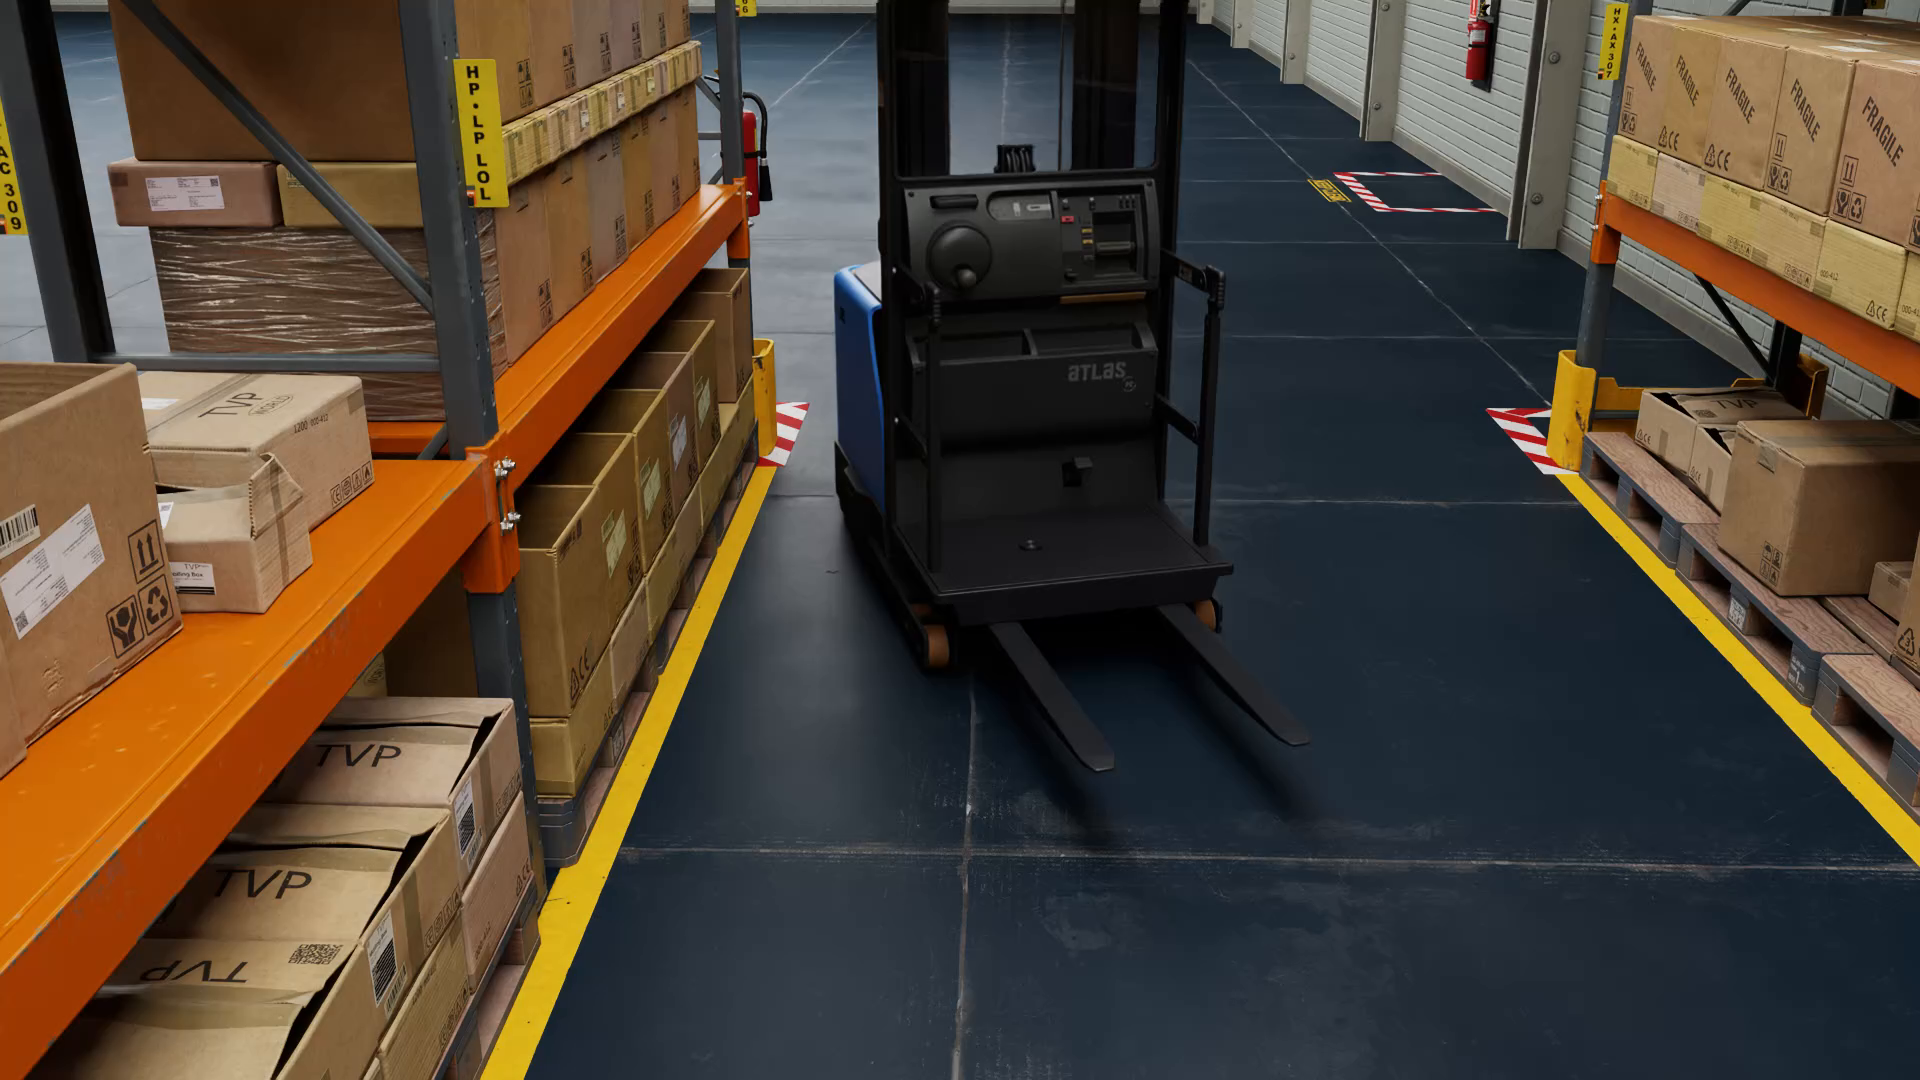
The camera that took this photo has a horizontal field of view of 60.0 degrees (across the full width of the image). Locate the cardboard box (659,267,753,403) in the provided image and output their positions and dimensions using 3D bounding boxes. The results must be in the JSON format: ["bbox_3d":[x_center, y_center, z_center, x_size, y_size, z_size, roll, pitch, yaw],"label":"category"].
[{"bbox_3d":[-1.221,-0.926,7.453,0.500,0.500,0.500,1,21,2],"label":"cardboard box"}]

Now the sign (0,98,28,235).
[{"bbox_3d":[-2.179,-0.860,3.791,0.100,0.325,0.005,1,21,2],"label":"sign"}]

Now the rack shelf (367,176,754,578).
[{"bbox_3d":[-1.563,-0.801,5.942,1.077,0.370,4.000,1,21,2],"label":"rack shelf"}]

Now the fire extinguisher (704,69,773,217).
[{"bbox_3d":[-1.034,-1.861,7.786,0.296,0.674,0.183,1,21,2],"label":"fire extinguisher"}]

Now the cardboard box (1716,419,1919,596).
[{"bbox_3d":[3.249,-0.126,6.055,0.700,0.500,0.500,-1,21,-2],"label":"cardboard box"}]

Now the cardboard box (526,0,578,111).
[{"bbox_3d":[-1.587,-1.589,5.046,0.700,0.500,0.500,1,21,2],"label":"cardboard box"}]

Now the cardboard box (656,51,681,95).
[{"bbox_3d":[-1.338,-1.881,6.696,0.380,0.149,0.250,0,21,1],"label":"cardboard box"}]

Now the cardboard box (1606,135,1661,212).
[{"bbox_3d":[3.117,-1.573,7.116,0.500,0.250,0.500,0,21,0],"label":"cardboard box"}]

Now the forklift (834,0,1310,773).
[{"bbox_3d":[0.320,-1.063,5.716,1.130,2.935,3.031,-5,22,-14],"label":"forklift"}]

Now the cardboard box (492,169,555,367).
[{"bbox_3d":[-1.607,-0.811,4.835,0.700,0.500,0.500,0,21,1],"label":"cardboard box"}]

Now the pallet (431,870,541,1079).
[{"bbox_3d":[-1.607,1.153,3.765,1.003,0.211,1.213,1,21,2],"label":"pallet"}]

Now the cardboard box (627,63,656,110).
[{"bbox_3d":[-1.355,-1.696,6.217,0.380,0.149,0.250,1,21,3],"label":"cardboard box"}]

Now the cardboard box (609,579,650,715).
[{"bbox_3d":[-1.287,0.328,5.259,0.500,0.250,0.500,1,21,2],"label":"cardboard box"}]

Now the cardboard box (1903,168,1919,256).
[{"bbox_3d":[3.042,-1.004,4.613,0.500,0.500,0.500,1,21,1],"label":"cardboard box"}]

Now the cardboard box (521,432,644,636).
[{"bbox_3d":[-1.290,-0.022,5.123,0.500,0.500,0.500,1,21,2],"label":"cardboard box"}]

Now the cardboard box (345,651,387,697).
[{"bbox_3d":[-1.828,0.503,4.808,0.500,0.250,0.500,1,21,2],"label":"cardboard box"}]

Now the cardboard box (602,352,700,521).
[{"bbox_3d":[-1.253,-0.384,6.055,0.500,0.500,0.500,1,21,2],"label":"cardboard box"}]

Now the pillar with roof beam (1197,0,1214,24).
[{"bbox_3d":[0.902,-15.235,33.854,9.100,9.000,0.400,1,21,2],"label":"pillar with roof beam"}]

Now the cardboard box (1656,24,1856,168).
[{"bbox_3d":[3.109,-1.748,6.529,0.500,0.500,0.500,1,21,2],"label":"cardboard box"}]

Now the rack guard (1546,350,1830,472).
[{"bbox_3d":[3.447,-0.614,7.920,1.175,0.500,0.348,1,21,2],"label":"rack guard"}]

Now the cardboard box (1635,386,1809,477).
[{"bbox_3d":[3.338,-0.509,7.303,0.500,0.311,0.500,-2,21,-4],"label":"cardboard box"}]

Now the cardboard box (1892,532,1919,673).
[{"bbox_3d":[3.319,0.224,5.152,0.500,0.500,0.500,-1,21,-2],"label":"cardboard box"}]

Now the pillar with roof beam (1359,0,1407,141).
[{"bbox_3d":[0.354,-8.727,17.080,9.100,9.000,0.400,1,21,2],"label":"pillar with roof beam"}]

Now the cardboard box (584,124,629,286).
[{"bbox_3d":[-1.574,-1.178,5.780,0.700,0.500,0.500,1,21,3],"label":"cardboard box"}]

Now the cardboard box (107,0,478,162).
[{"bbox_3d":[-1.617,-1.225,4.109,0.700,0.500,0.500,1,21,2],"label":"cardboard box"}]

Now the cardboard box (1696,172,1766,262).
[{"bbox_3d":[3.094,-1.201,6.157,0.500,0.250,0.500,0,21,1],"label":"cardboard box"}]

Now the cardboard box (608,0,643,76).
[{"bbox_3d":[-1.556,-1.951,5.979,0.700,0.500,0.500,1,21,2],"label":"cardboard box"}]

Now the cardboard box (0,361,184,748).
[{"bbox_3d":[-1.680,0.008,2.724,0.500,0.500,0.500,2,21,6],"label":"cardboard box"}]

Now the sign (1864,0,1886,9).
[{"bbox_3d":[4.003,-2.480,7.237,0.100,0.325,0.005,1,21,2],"label":"sign"}]

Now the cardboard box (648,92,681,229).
[{"bbox_3d":[-1.541,-1.548,6.733,0.700,0.500,0.500,1,21,3],"label":"cardboard box"}]

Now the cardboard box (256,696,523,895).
[{"bbox_3d":[-1.350,0.561,3.882,0.500,0.311,0.500,1,21,2],"label":"cardboard box"}]

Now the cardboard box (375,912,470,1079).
[{"bbox_3d":[-1.364,1.009,3.503,0.500,0.250,0.500,0,21,1],"label":"cardboard box"}]

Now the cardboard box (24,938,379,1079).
[{"bbox_3d":[-1.377,0.929,2.932,0.500,0.311,0.500,1,21,1],"label":"cardboard box"}]

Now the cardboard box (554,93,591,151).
[{"bbox_3d":[-1.387,-1.323,5.258,0.380,0.149,0.250,0,21,0],"label":"cardboard box"}]

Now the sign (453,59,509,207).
[{"bbox_3d":[-1.081,-0.914,3.746,0.100,0.325,0.005,1,21,2],"label":"sign"}]

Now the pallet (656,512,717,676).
[{"bbox_3d":[-1.524,0.157,6.332,1.003,0.211,1.213,1,21,2],"label":"pallet"}]

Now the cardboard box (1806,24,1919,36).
[{"bbox_3d":[3.622,-1.741,6.512,0.500,0.500,0.500,1,21,2],"label":"cardboard box"}]

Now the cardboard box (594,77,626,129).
[{"bbox_3d":[-1.369,-1.508,5.733,0.380,0.149,0.250,0,21,1],"label":"cardboard box"}]

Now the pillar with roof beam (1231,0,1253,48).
[{"bbox_3d":[0.719,-13.066,28.263,9.100,9.000,0.400,1,21,2],"label":"pillar with roof beam"}]

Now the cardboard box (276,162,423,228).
[{"bbox_3d":[-1.422,-0.858,4.057,0.380,0.149,0.250,1,21,2],"label":"cardboard box"}]

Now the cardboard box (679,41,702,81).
[{"bbox_3d":[-1.324,-2.068,7.178,0.380,0.149,0.250,0,21,1],"label":"cardboard box"}]

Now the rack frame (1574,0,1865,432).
[{"bbox_3d":[3.449,-1.807,7.538,1.000,3.000,0.127,1,21,2],"label":"rack frame"}]

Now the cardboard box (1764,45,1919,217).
[{"bbox_3d":[3.083,-1.374,5.567,0.500,0.500,0.500,1,21,3],"label":"cardboard box"}]

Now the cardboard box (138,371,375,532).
[{"bbox_3d":[-1.595,-0.165,3.515,0.500,0.250,0.500,2,21,5],"label":"cardboard box"}]

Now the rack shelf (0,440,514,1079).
[{"bbox_3d":[-1.685,0.645,2.214,1.077,0.370,4.000,1,21,2],"label":"rack shelf"}]

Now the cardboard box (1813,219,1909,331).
[{"bbox_3d":[3.062,-0.836,5.217,0.500,0.250,0.500,1,21,1],"label":"cardboard box"}]

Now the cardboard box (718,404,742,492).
[{"bbox_3d":[-1.227,-0.396,7.122,0.500,0.250,0.500,1,21,2],"label":"cardboard box"}]

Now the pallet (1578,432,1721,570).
[{"bbox_3d":[3.387,-0.186,7.216,1.003,0.211,1.213,1,21,2],"label":"pallet"}]

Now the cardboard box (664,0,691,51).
[{"bbox_3d":[-1.531,-2.323,6.938,0.700,0.500,0.500,1,21,2],"label":"cardboard box"}]

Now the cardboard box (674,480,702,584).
[{"bbox_3d":[-1.257,-0.034,6.190,0.500,0.250,0.500,1,21,2],"label":"cardboard box"}]

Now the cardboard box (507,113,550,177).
[{"bbox_3d":[-1.402,-1.136,4.776,0.380,0.149,0.250,0,21,1],"label":"cardboard box"}]
